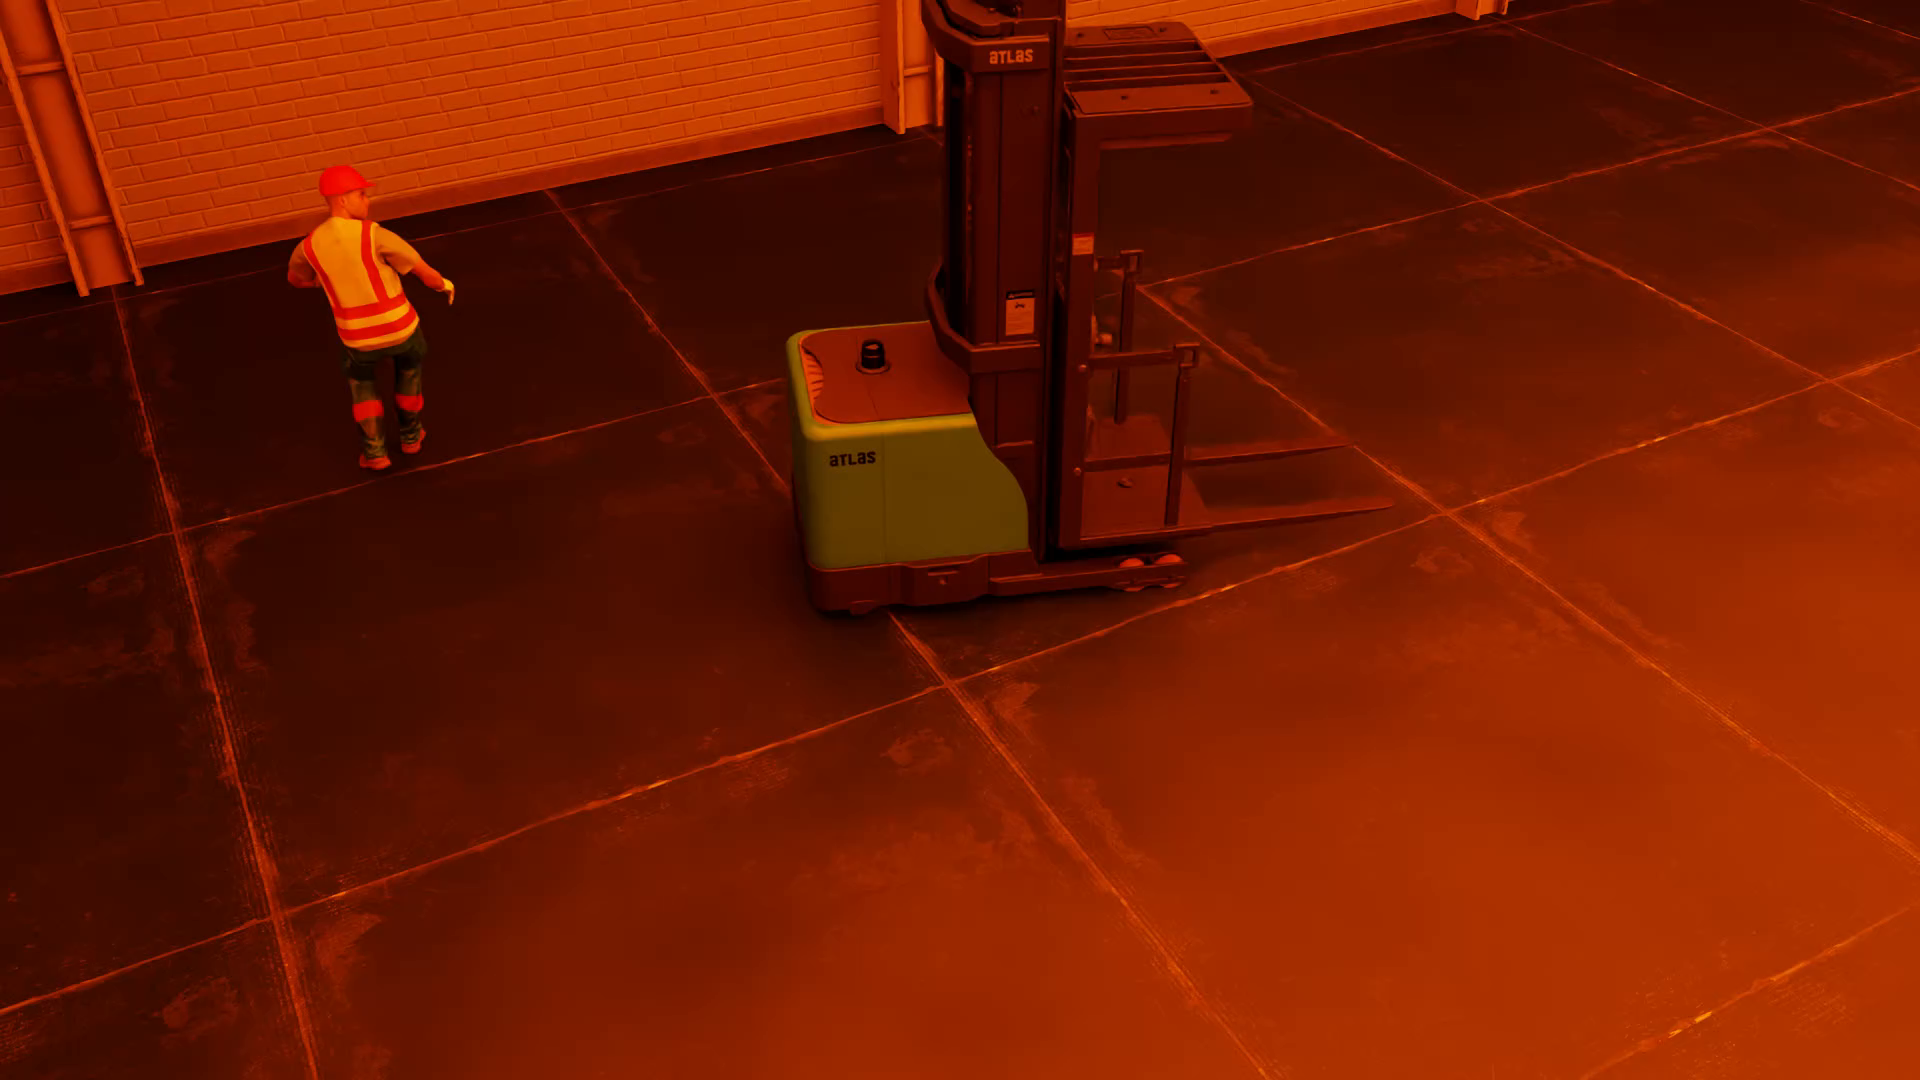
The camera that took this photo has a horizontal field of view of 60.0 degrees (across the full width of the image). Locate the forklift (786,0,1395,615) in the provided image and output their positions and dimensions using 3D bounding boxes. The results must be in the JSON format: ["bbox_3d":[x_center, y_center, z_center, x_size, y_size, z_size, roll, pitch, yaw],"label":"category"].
[{"bbox_3d":[0.687,-1.234,7.868,3.031,2.935,1.130,-6,36,-8],"label":"forklift"}]

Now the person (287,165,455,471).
[{"bbox_3d":[-3.122,-1.218,8.923,0.821,1.686,0.726,-6,36,-9],"label":"person"}]
